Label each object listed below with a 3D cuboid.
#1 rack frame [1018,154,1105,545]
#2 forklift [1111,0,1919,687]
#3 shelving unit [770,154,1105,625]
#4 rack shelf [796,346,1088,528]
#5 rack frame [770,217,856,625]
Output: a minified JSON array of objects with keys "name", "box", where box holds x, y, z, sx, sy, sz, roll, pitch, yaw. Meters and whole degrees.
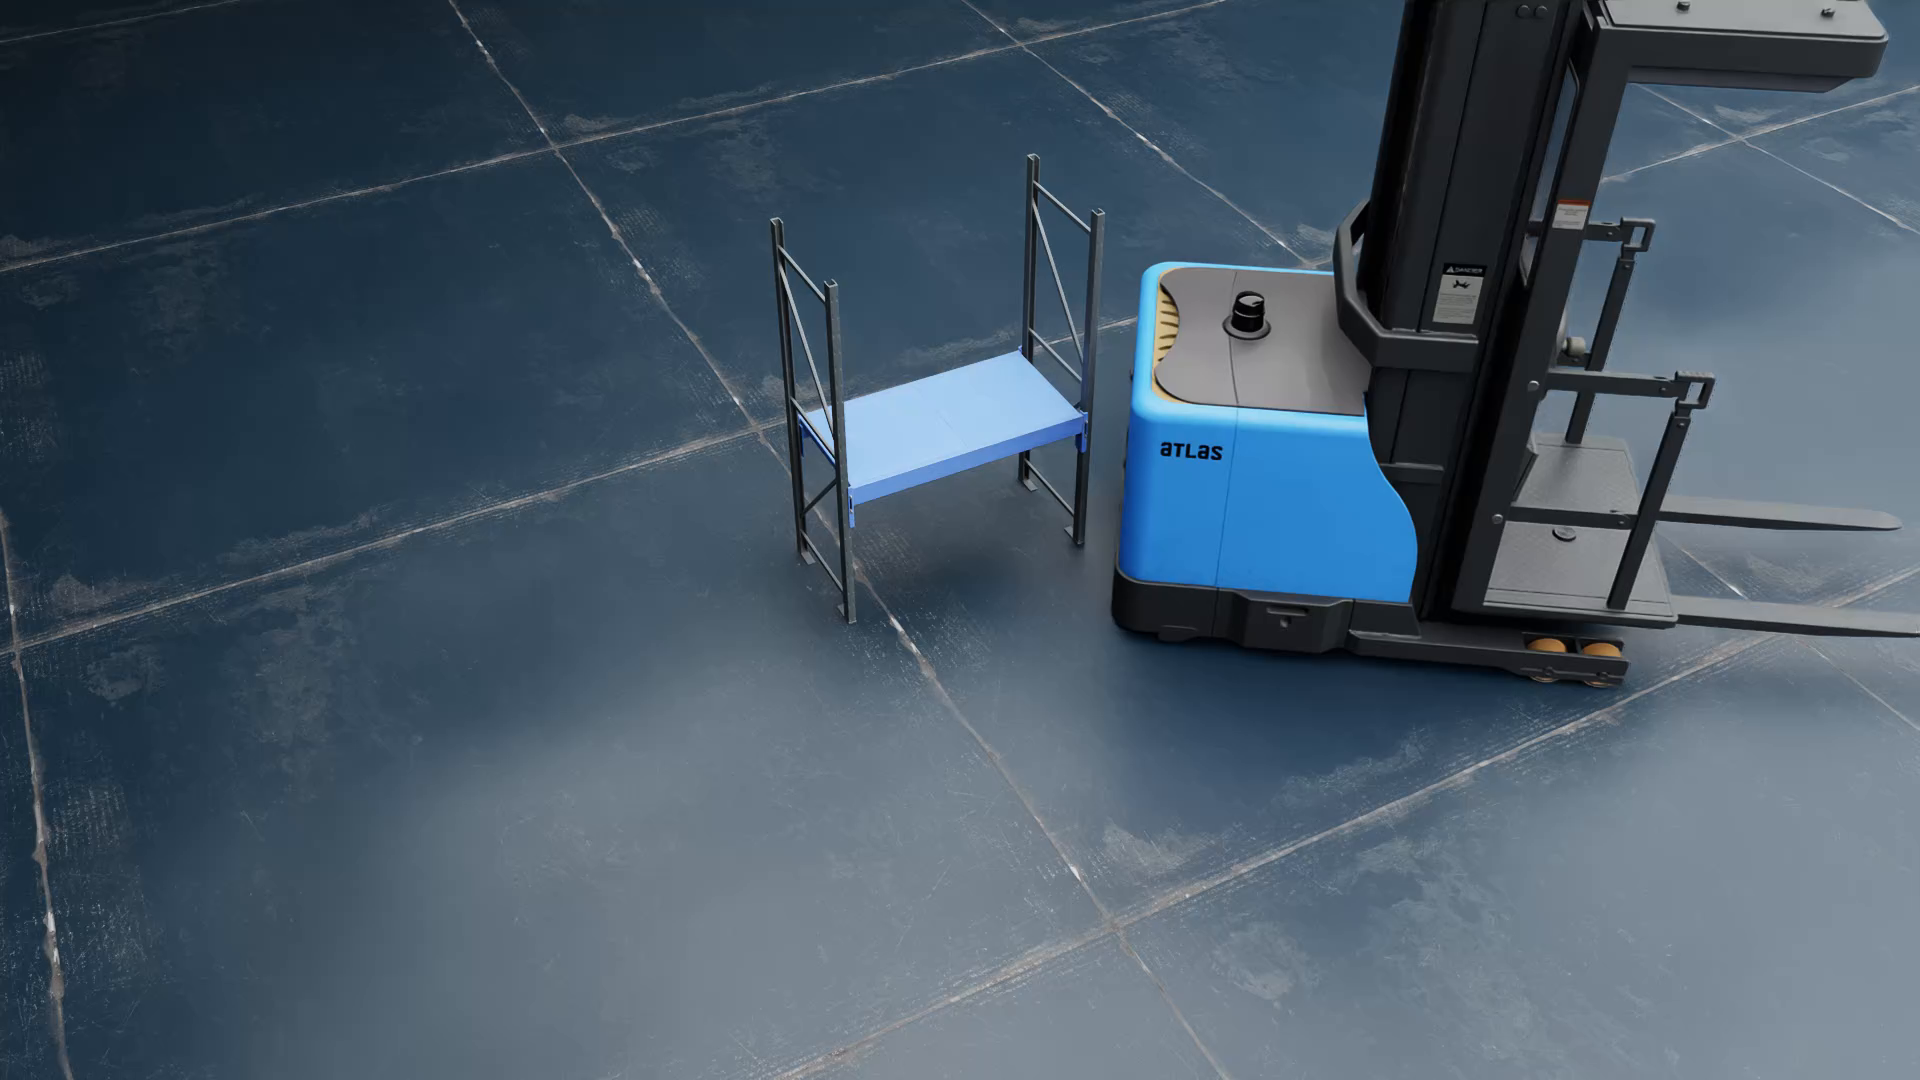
[{"name":"rack frame","box":[0.375,-0.699,6.415,0.032,1.500,0.500,-19,44,-21]},{"name":"forklift","box":[2.130,-0.945,5.598,3.031,2.935,1.130,5,40,5]},{"name":"shelving unit","box":[-0.076,-0.547,6.235,1.048,1.500,0.538,-19,44,-21]},{"name":"rack shelf","box":[-0.076,-0.410,6.352,1.000,0.185,0.538,-19,44,-21]},{"name":"rack frame","box":[-0.527,-0.395,6.056,0.032,1.500,0.500,-19,44,-21]}]
